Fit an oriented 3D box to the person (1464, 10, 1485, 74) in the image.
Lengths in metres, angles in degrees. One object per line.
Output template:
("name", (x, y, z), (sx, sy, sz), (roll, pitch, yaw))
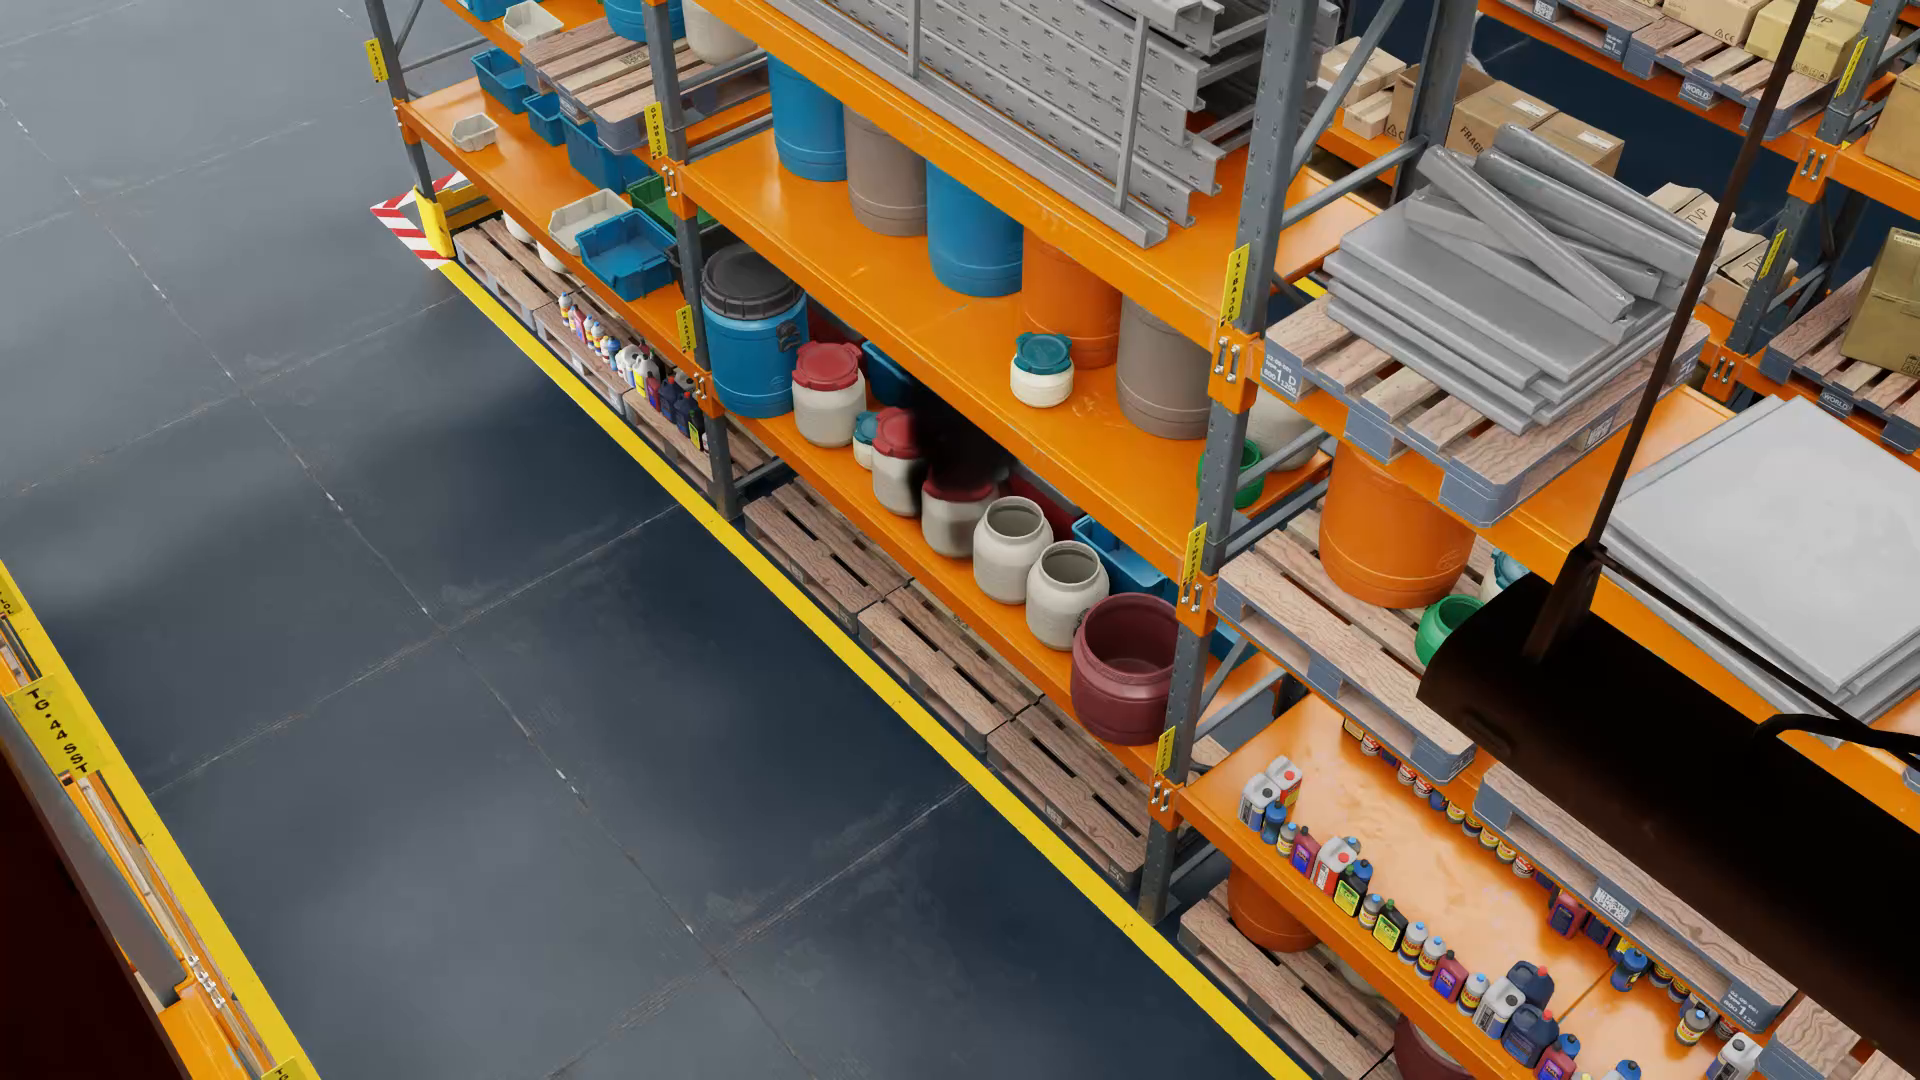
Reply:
("person", (4.298, -4.438, 14.046), (0.815, 1.727, 0.636), (34, 55, 28))
